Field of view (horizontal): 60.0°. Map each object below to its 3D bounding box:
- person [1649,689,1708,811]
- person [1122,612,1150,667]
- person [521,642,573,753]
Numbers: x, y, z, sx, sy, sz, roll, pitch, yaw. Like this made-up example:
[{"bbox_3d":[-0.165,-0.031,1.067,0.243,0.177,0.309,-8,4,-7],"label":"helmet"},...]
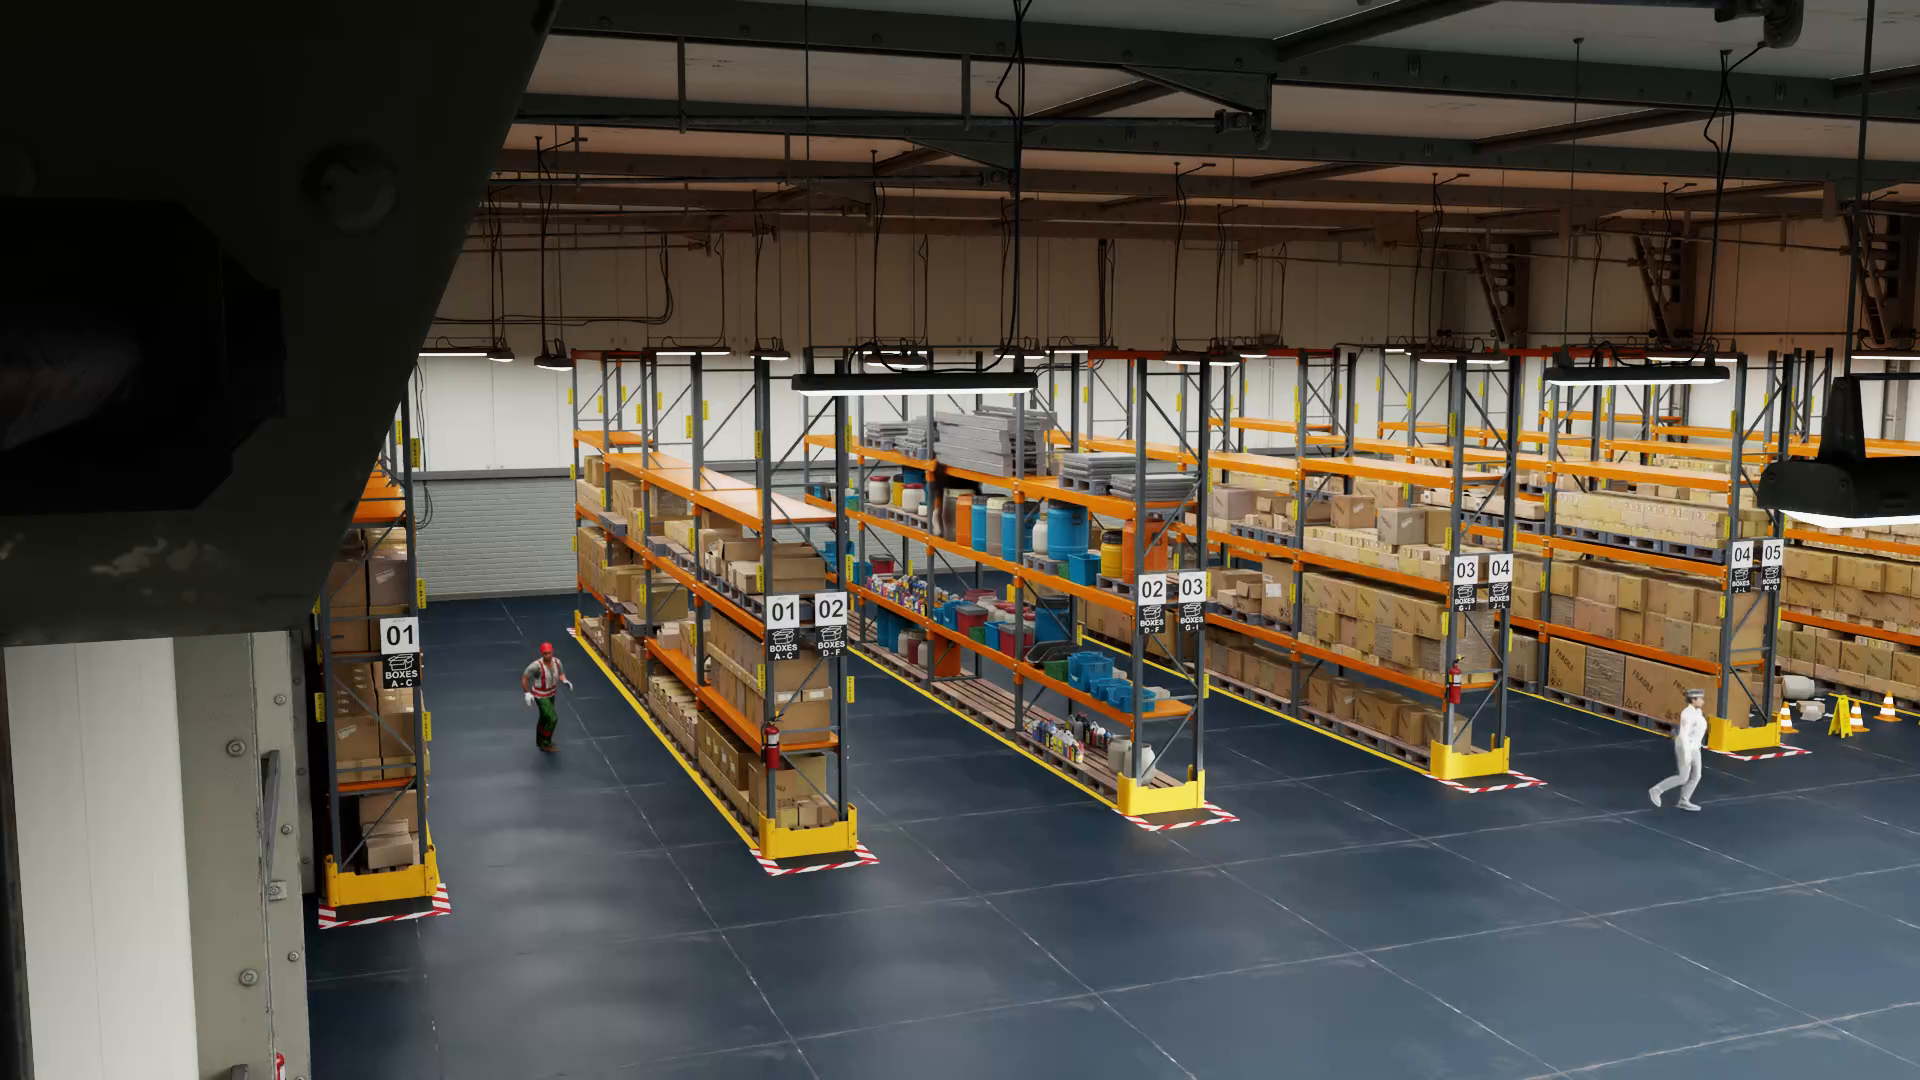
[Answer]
[{"bbox_3d":[9.542,2.774,22.082,0.578,1.650,0.659,7,10,44],"label":"person"},{"bbox_3d":[3.328,1.483,30.039,0.666,1.689,0.774,-1,7,-8],"label":"person"},{"bbox_3d":[-6.229,2.381,25.193,0.812,1.735,0.661,3,8,23],"label":"person"}]
